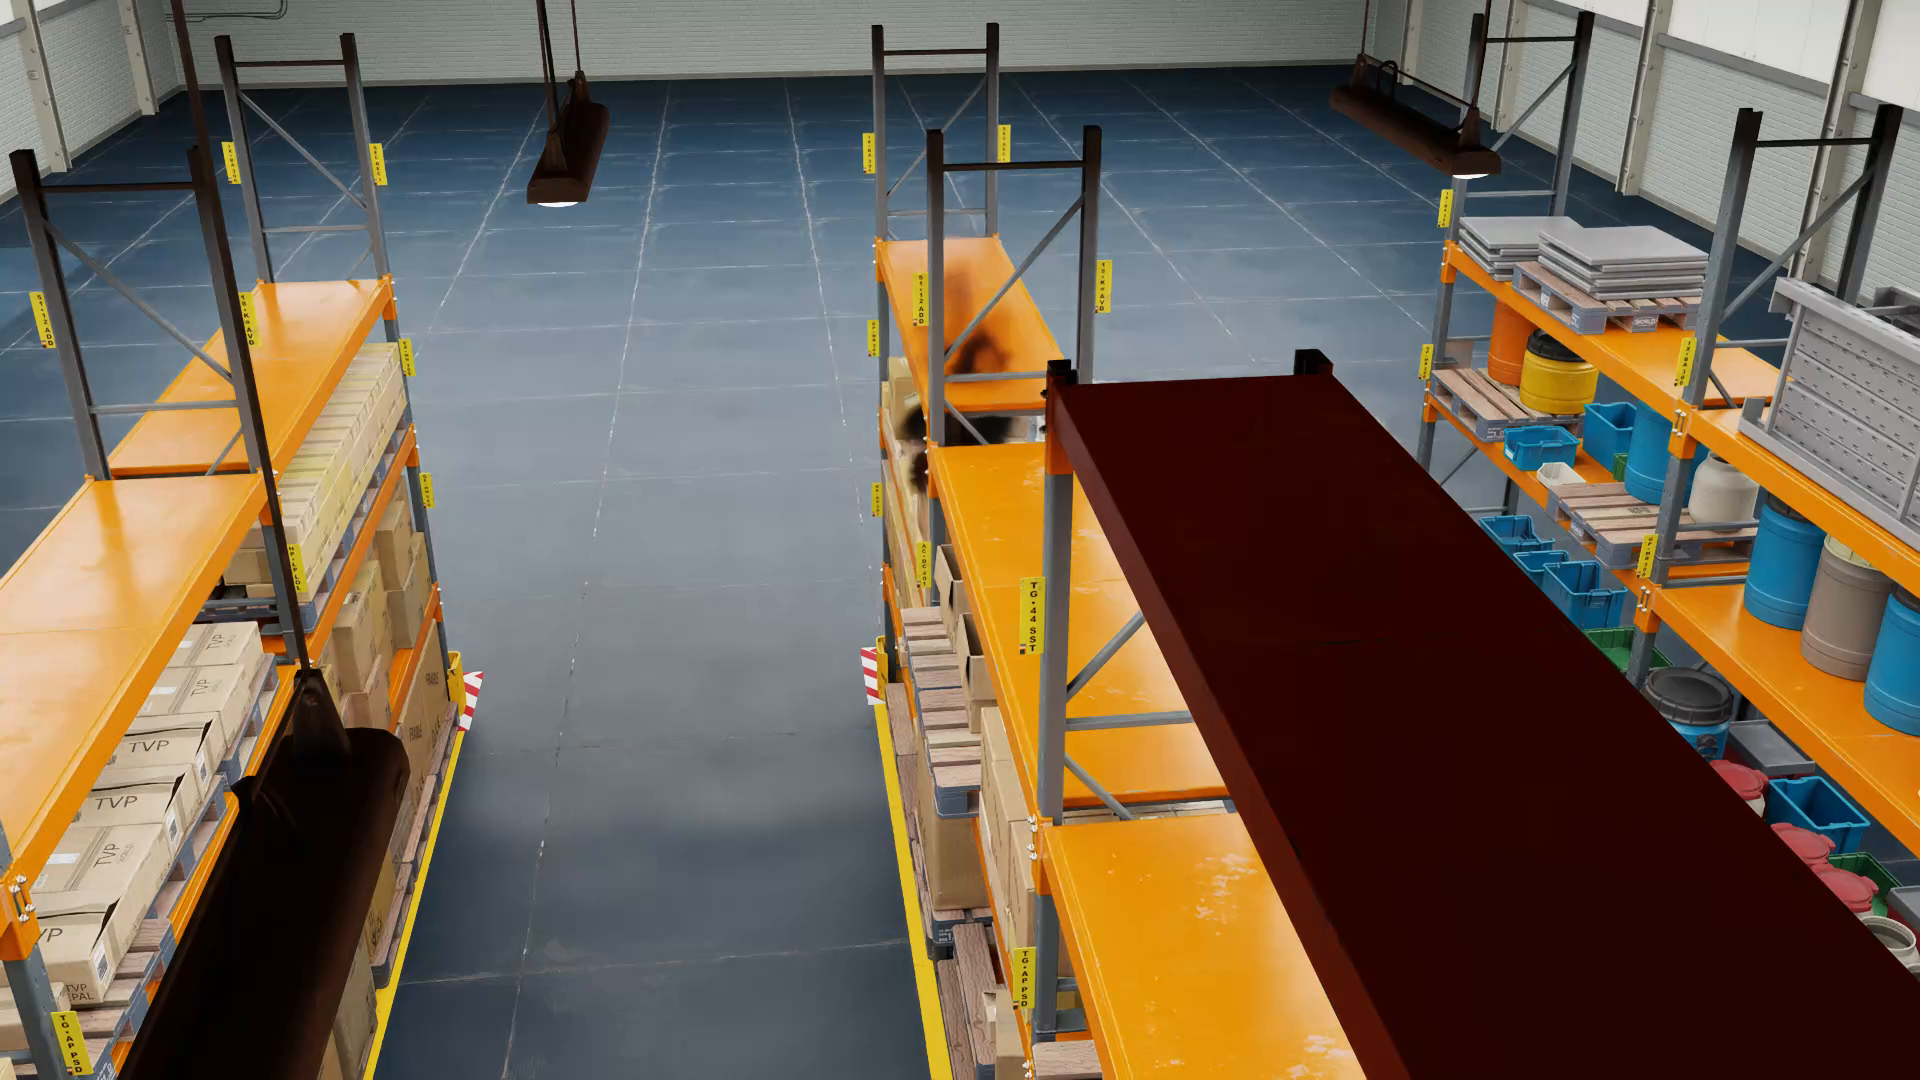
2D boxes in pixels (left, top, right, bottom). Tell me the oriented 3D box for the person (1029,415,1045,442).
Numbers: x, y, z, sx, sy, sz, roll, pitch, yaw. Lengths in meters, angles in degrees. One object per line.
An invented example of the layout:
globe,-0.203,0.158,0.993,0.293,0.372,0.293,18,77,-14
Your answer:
person,1.007,-1.016,18.614,0.750,1.809,0.670,13,28,25
